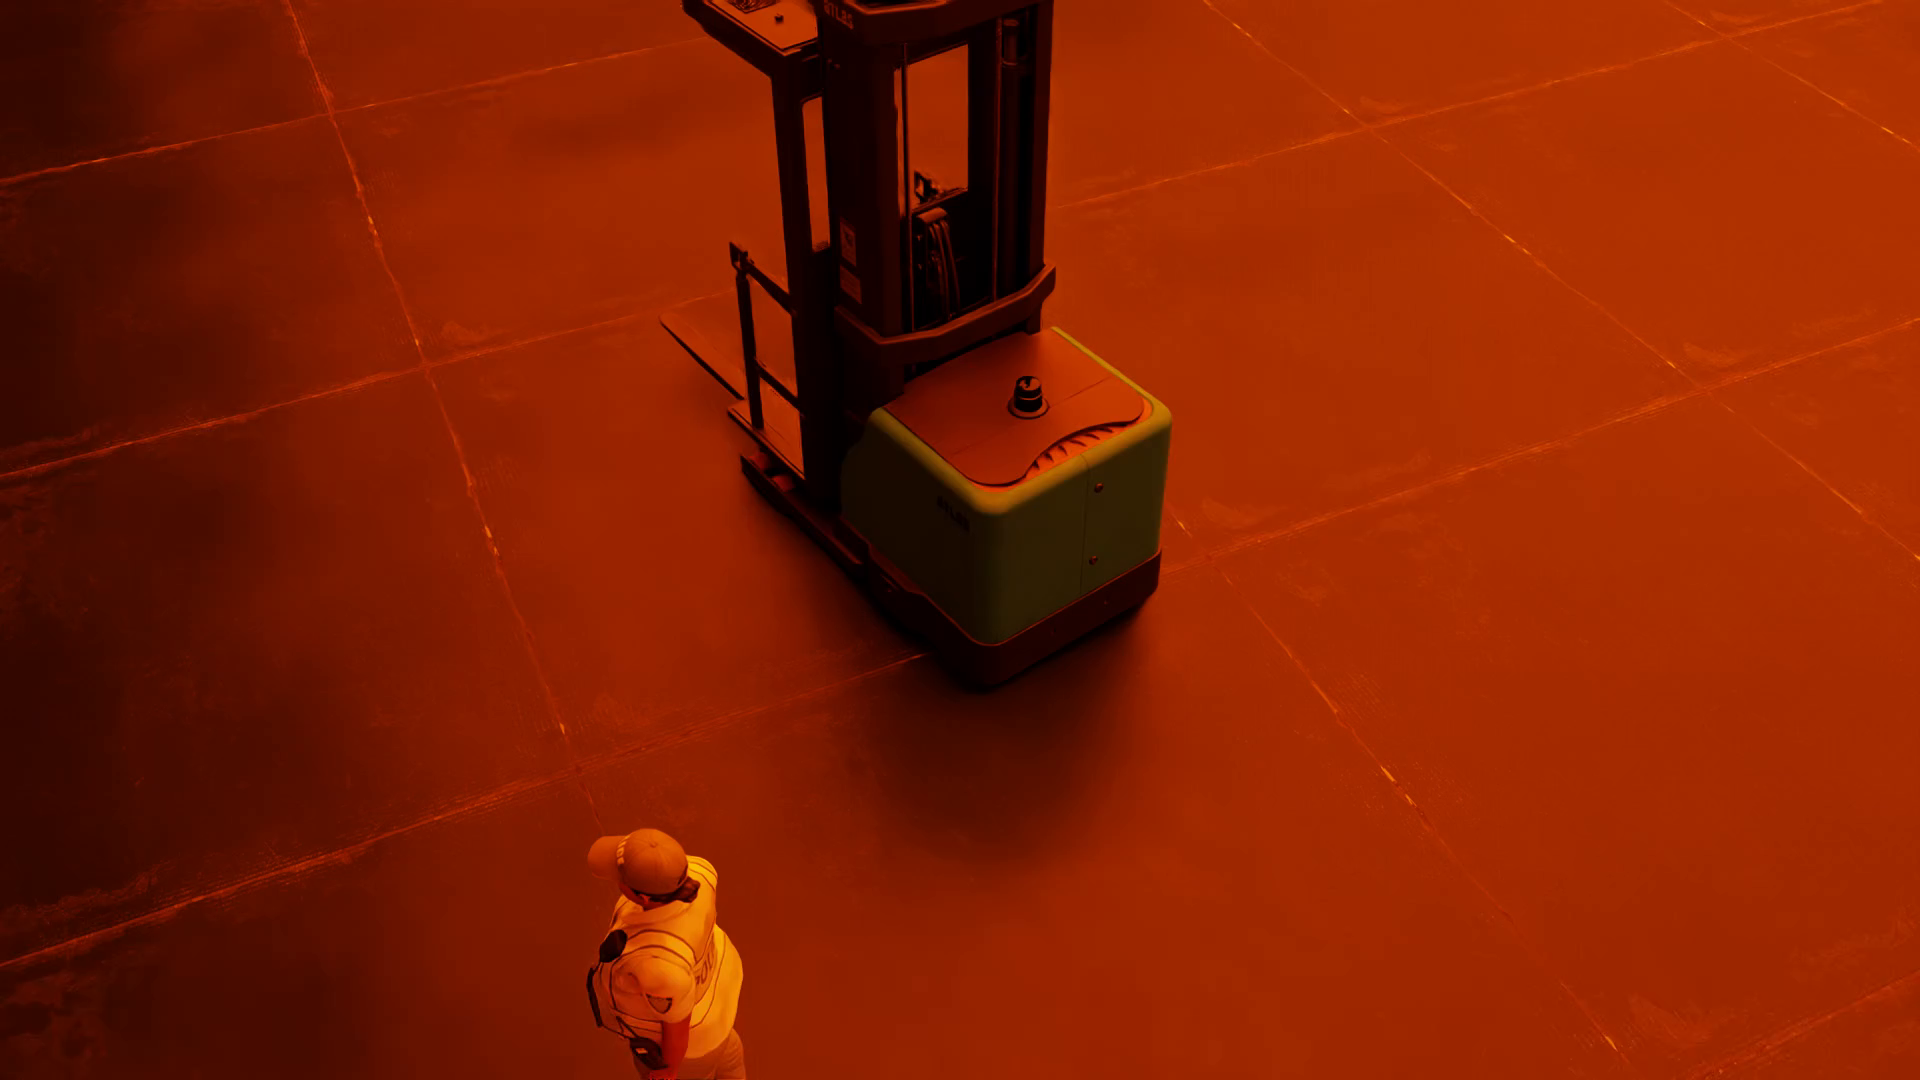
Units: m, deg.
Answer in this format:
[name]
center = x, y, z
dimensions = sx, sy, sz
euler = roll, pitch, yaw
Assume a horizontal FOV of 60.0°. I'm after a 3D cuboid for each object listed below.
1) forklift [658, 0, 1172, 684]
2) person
[forklift]
center = -0.405, -1.412, 7.193
dimensions = 1.130, 2.935, 3.031
euler = -28, 50, -26
[person]
center = -0.861, 1.425, 5.085
dimensions = 0.388, 1.668, 0.479
euler = 4, 43, 5
